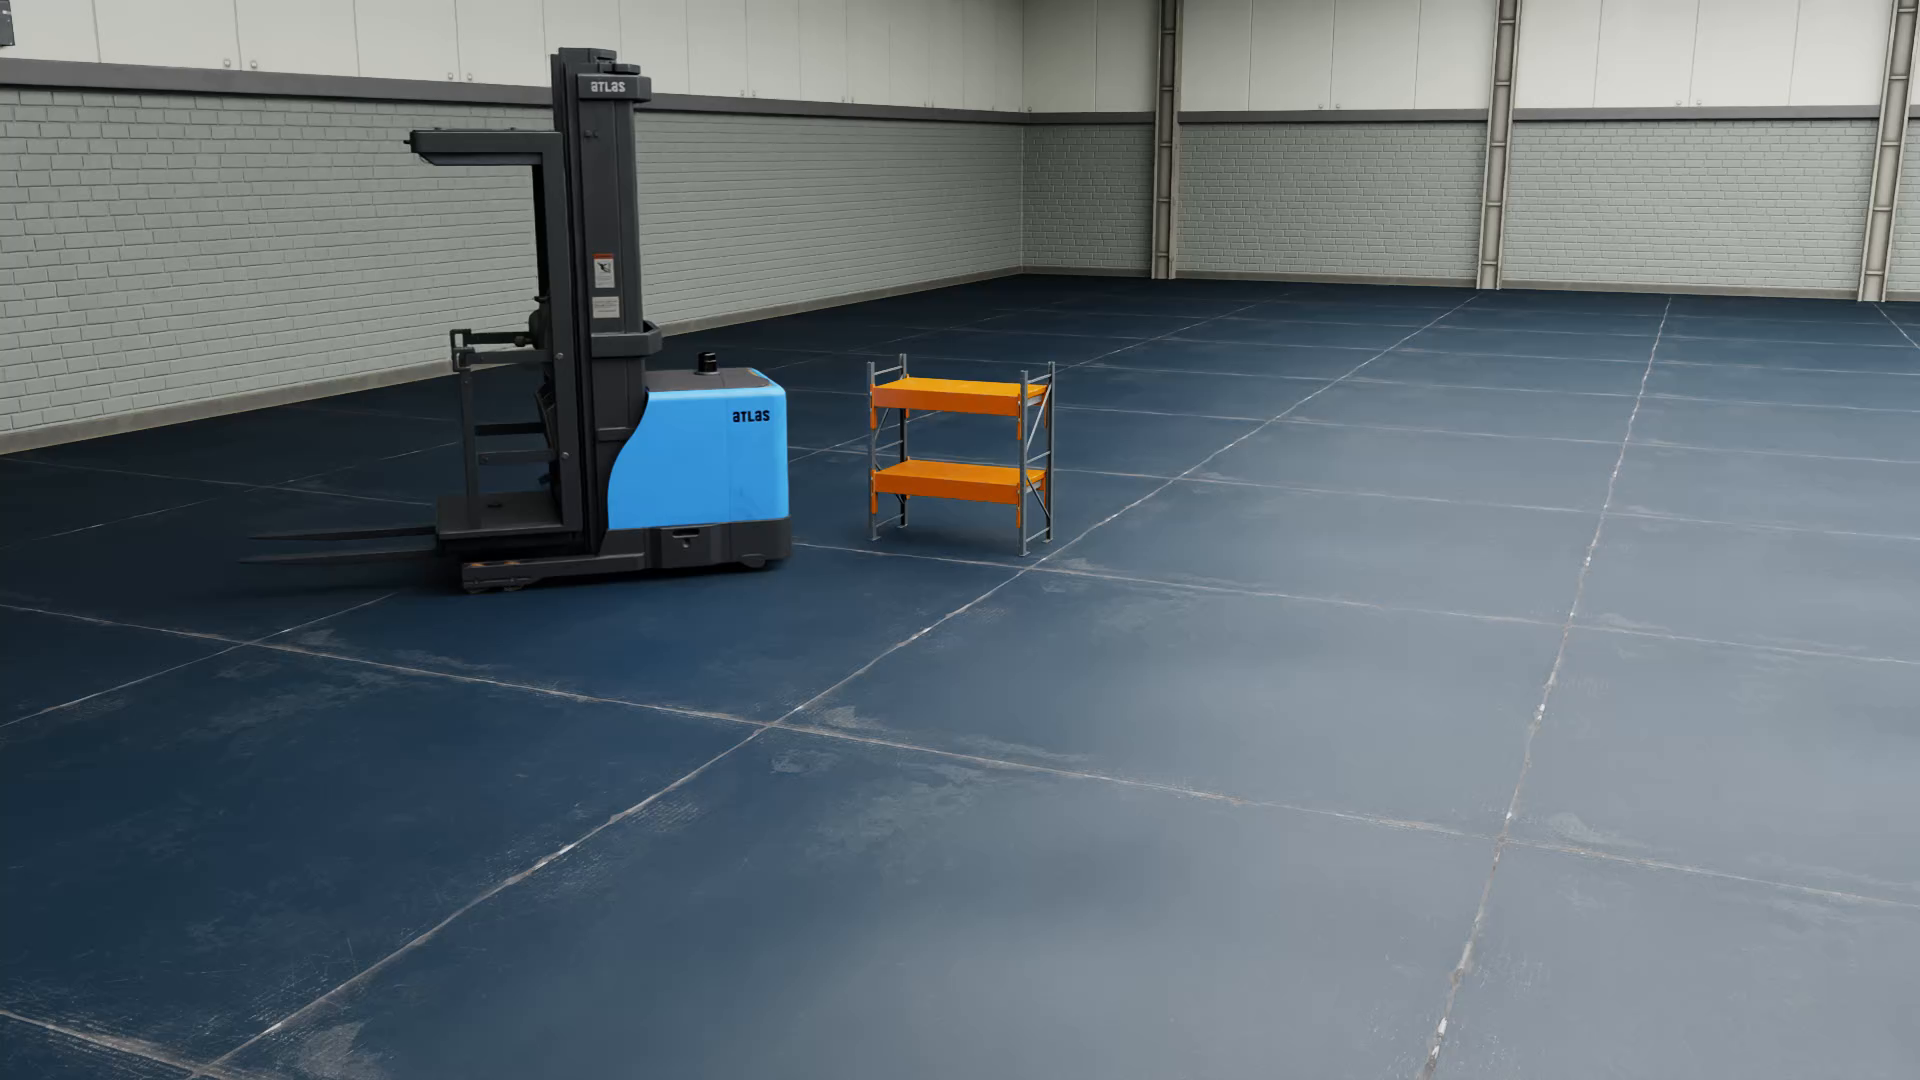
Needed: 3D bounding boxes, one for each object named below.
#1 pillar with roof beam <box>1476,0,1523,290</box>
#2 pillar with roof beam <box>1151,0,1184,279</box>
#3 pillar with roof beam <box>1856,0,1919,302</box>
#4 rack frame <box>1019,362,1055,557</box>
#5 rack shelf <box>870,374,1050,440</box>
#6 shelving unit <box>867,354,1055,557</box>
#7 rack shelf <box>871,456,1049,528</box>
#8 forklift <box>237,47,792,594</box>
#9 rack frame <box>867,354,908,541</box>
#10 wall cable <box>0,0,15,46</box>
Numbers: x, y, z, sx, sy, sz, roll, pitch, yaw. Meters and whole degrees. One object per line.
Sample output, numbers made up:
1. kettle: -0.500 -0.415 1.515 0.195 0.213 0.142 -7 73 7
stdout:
1. pillar with roof beam: 7.645 -7.948 24.671 0.400 9.000 9.100 6 14 23
2. pillar with roof beam: 2.159 -8.503 27.037 0.400 9.000 9.100 6 14 23
3. pillar with roof beam: 13.131 -7.393 22.305 0.400 9.000 9.100 6 14 23
4. rack frame: 0.471 -0.500 10.167 0.032 1.125 0.500 6 14 23
5. rack shelf: 0.006 -0.832 10.301 1.000 0.278 0.538 6 14 23
6. shelving unit: 0.006 -0.547 10.368 1.048 1.125 0.538 6 14 23
7. rack shelf: 0.006 -0.309 10.424 1.000 0.278 0.538 6 14 23
8. forklift: -2.567 -1.264 9.470 3.031 2.935 1.130 -4 14 -17
9. rack frame: -0.459 -0.594 10.568 0.032 1.125 0.500 6 14 23
10. wall cable: -7.154 -7.009 13.225 0.169 6.003 2.305 6 14 23
